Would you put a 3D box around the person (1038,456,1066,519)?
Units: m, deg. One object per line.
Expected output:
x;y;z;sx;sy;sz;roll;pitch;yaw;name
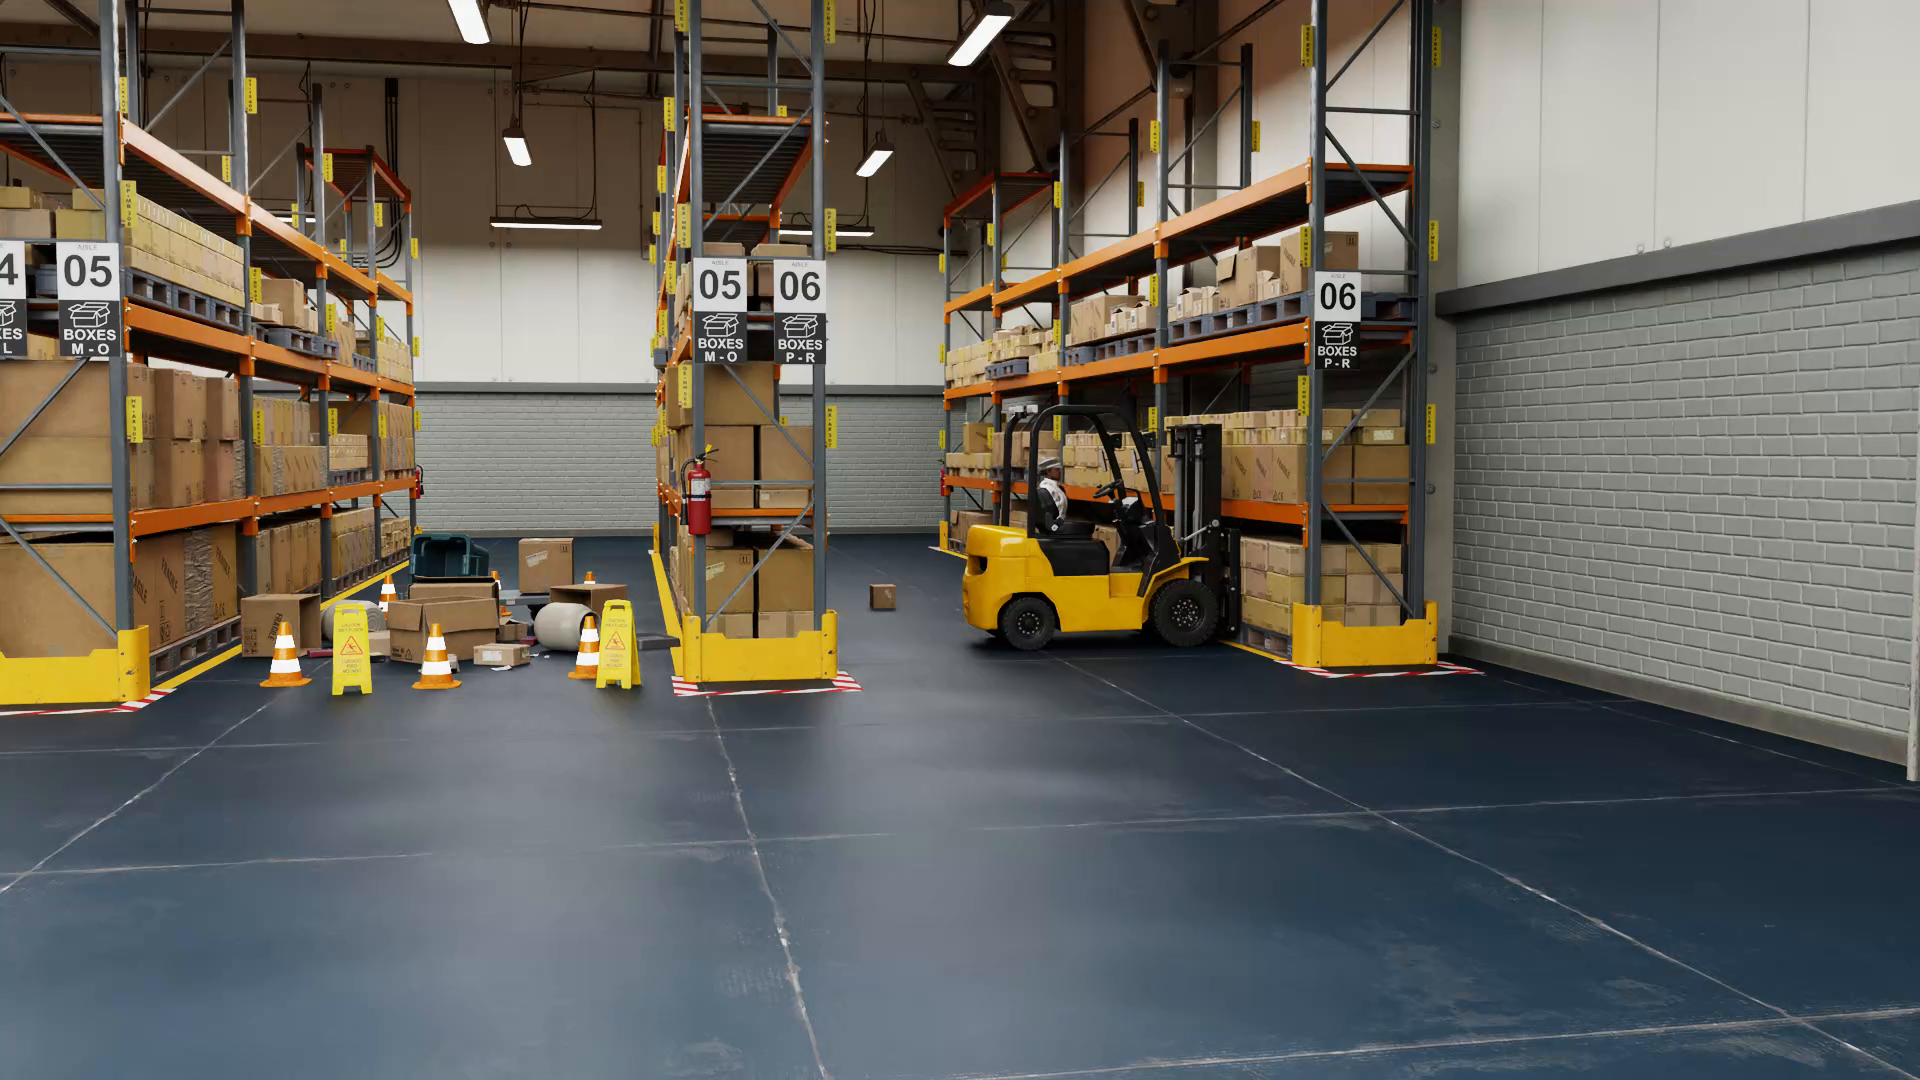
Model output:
1.008;-0.429;18.234;0.308;0.982;0.434;1;3;12;person
